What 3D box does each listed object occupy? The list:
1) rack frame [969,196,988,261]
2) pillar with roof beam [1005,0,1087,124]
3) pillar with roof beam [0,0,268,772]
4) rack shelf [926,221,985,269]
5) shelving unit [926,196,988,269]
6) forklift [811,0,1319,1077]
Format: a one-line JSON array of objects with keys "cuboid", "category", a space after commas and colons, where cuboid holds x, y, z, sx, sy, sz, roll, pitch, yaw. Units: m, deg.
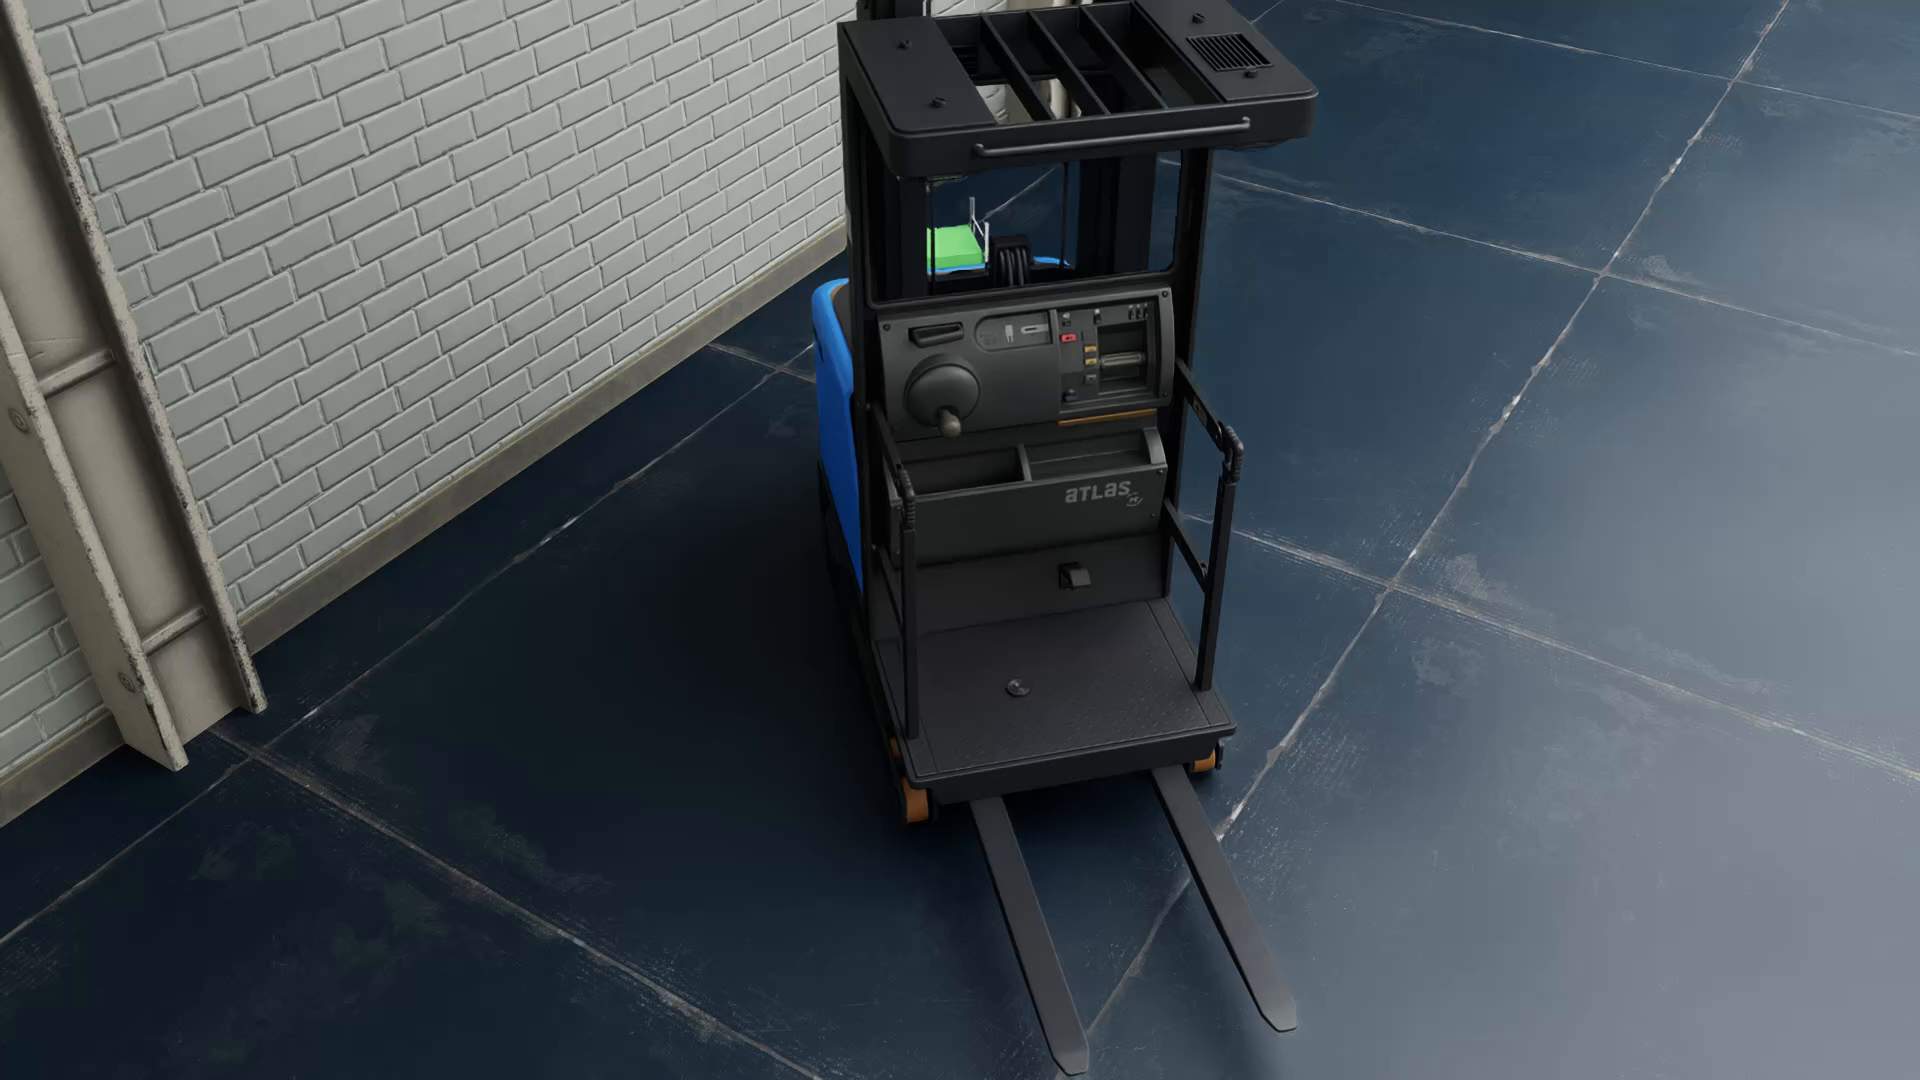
[{"cuboid": [0.072, -0.808, 6.815, 0.015, 1.200, 0.240, -9, 38, -11], "category": "rack frame"}, {"cuboid": [4.130, -4.603, 5.351, 9.100, 9.000, 0.400, 21, 42, 25], "category": "pillar with roof beam"}, {"cuboid": [0.915, -1.510, 1.338, 9.100, 9.000, 0.400, 21, 42, 25], "category": "pillar with roof beam"}, {"cuboid": [-0.165, -1.102, 6.515, 0.480, 0.148, 0.258, -9, 38, -11], "category": "rack shelf"}, {"cuboid": [-0.165, -0.772, 6.769, 0.503, 1.200, 0.258, -9, 38, -11], "category": "shelving unit"}, {"cuboid": [0.265, -0.479, 4.971, 1.130, 2.935, 3.031, -8, 38, -11], "category": "forklift"}]
